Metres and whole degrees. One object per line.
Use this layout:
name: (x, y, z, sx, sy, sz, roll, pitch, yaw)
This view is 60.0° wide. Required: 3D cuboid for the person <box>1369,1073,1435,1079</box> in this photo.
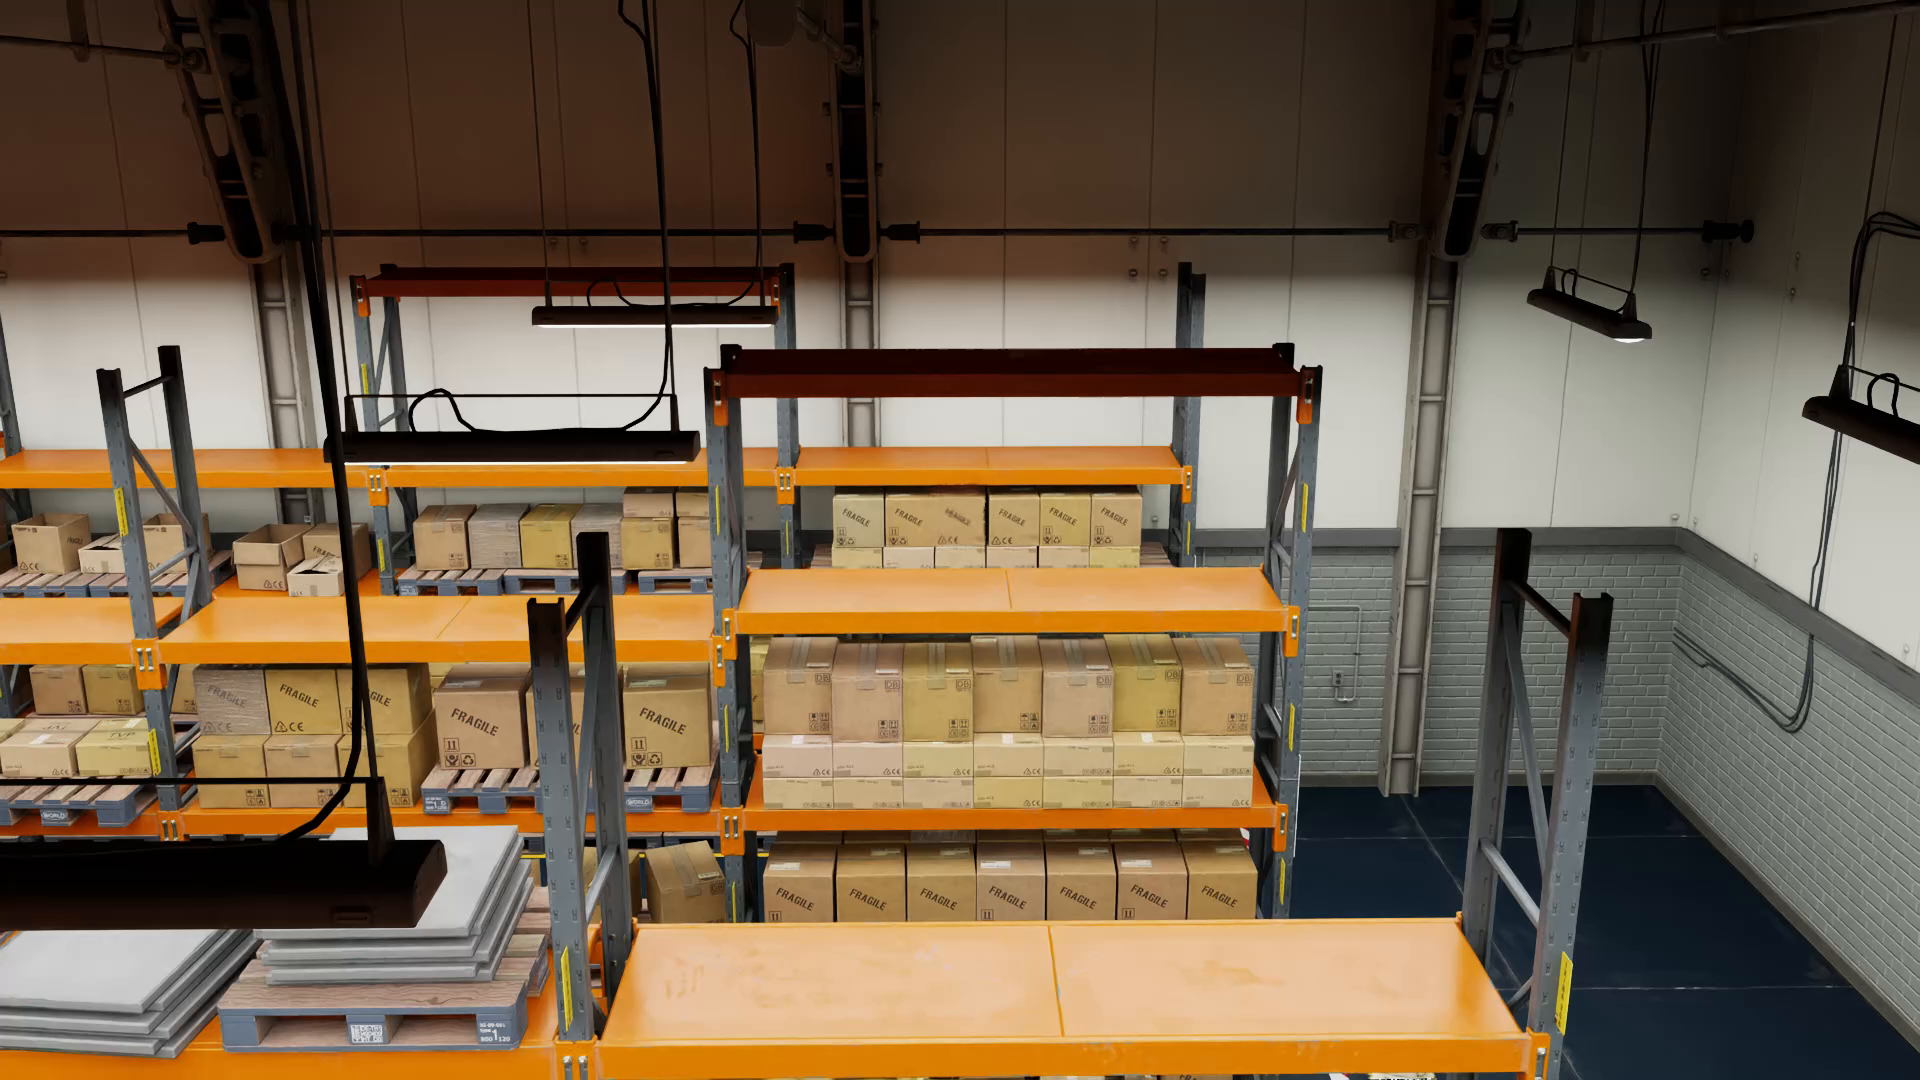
person: (3.094, 4.035, 11.677, 0.470, 1.627, 0.946, 8, 18, 26)
